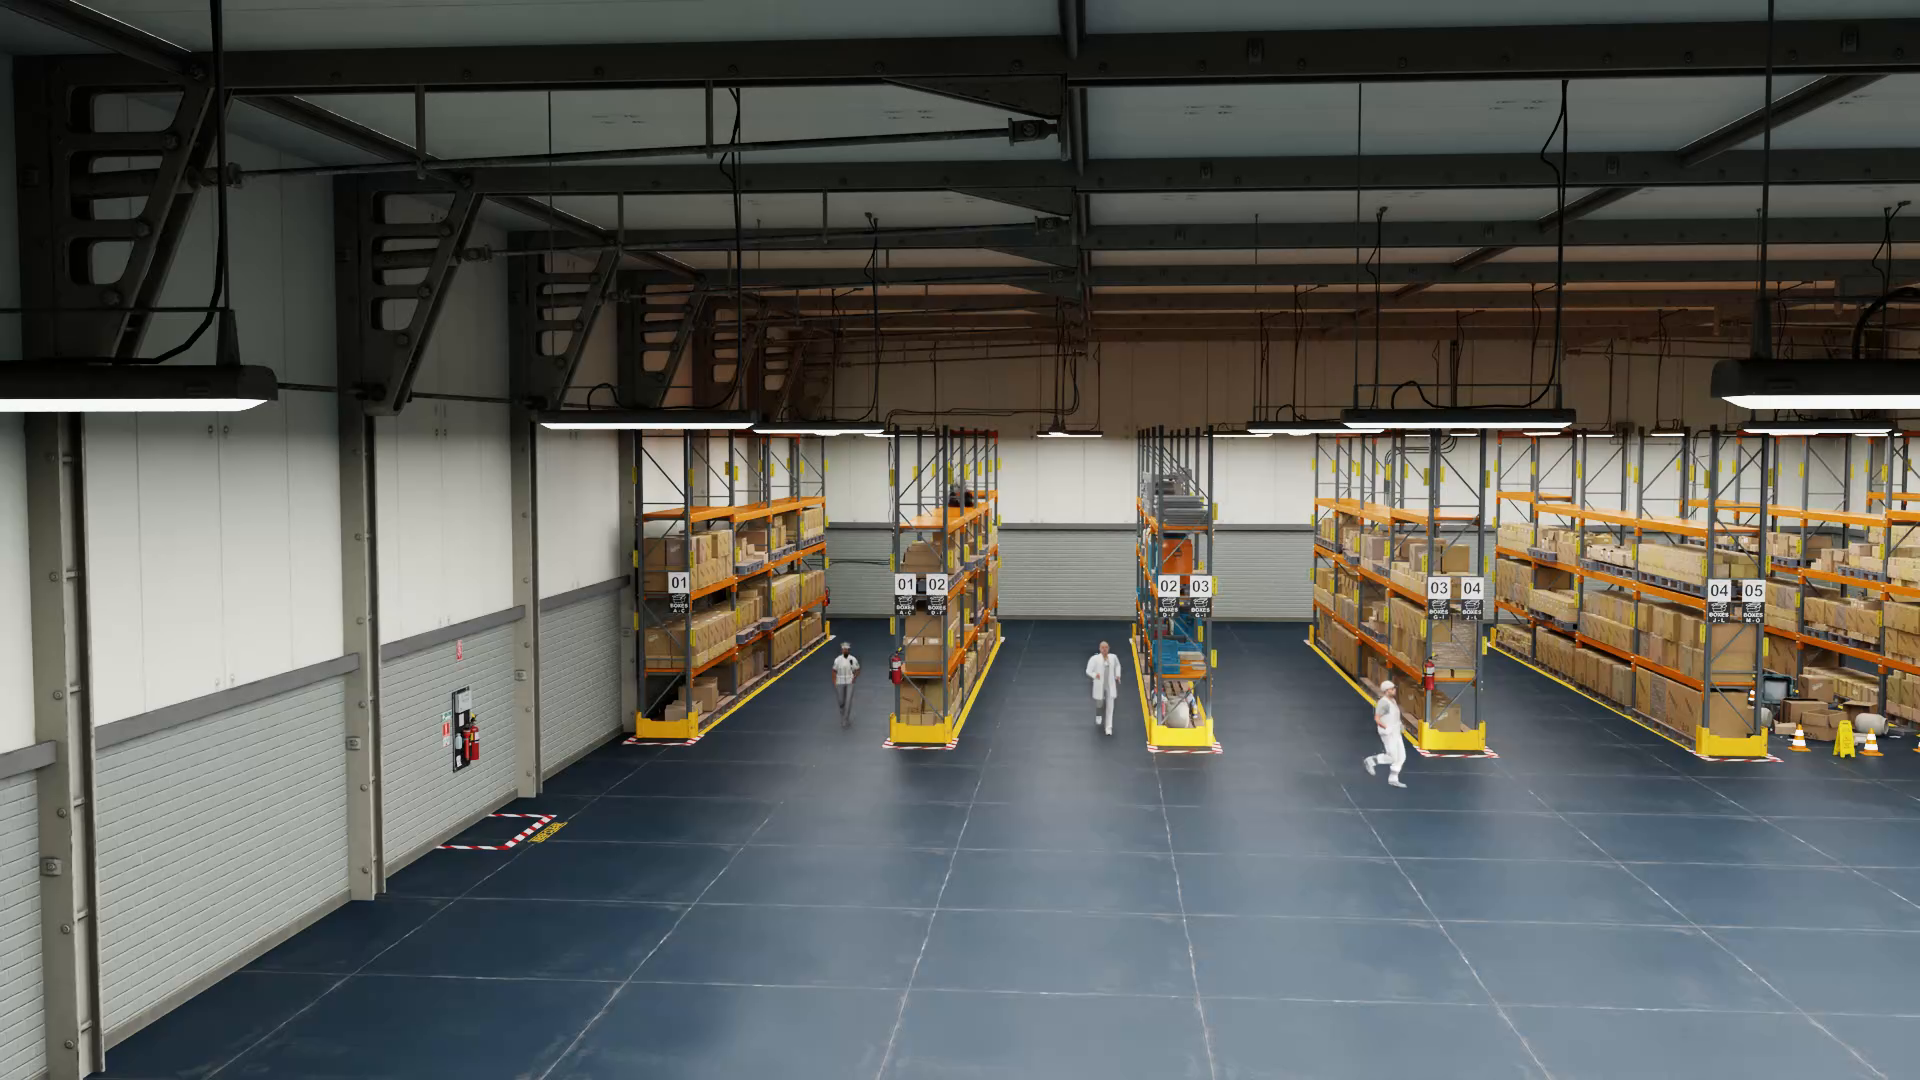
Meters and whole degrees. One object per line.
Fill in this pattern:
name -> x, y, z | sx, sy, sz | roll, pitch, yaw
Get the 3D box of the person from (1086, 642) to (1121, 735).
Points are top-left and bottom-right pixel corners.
person -> 2.831, 2.870, 32.575 | 0.718, 1.764, 1.024 | 0, 3, -5

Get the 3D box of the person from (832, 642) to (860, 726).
person -> -2.299, 2.885, 33.565 | 0.575, 1.662, 0.589 | 0, 3, -2

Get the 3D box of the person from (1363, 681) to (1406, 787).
person -> 7.072, 3.202, 27.571 | 0.707, 1.751, 0.664 | 2, 4, 34
